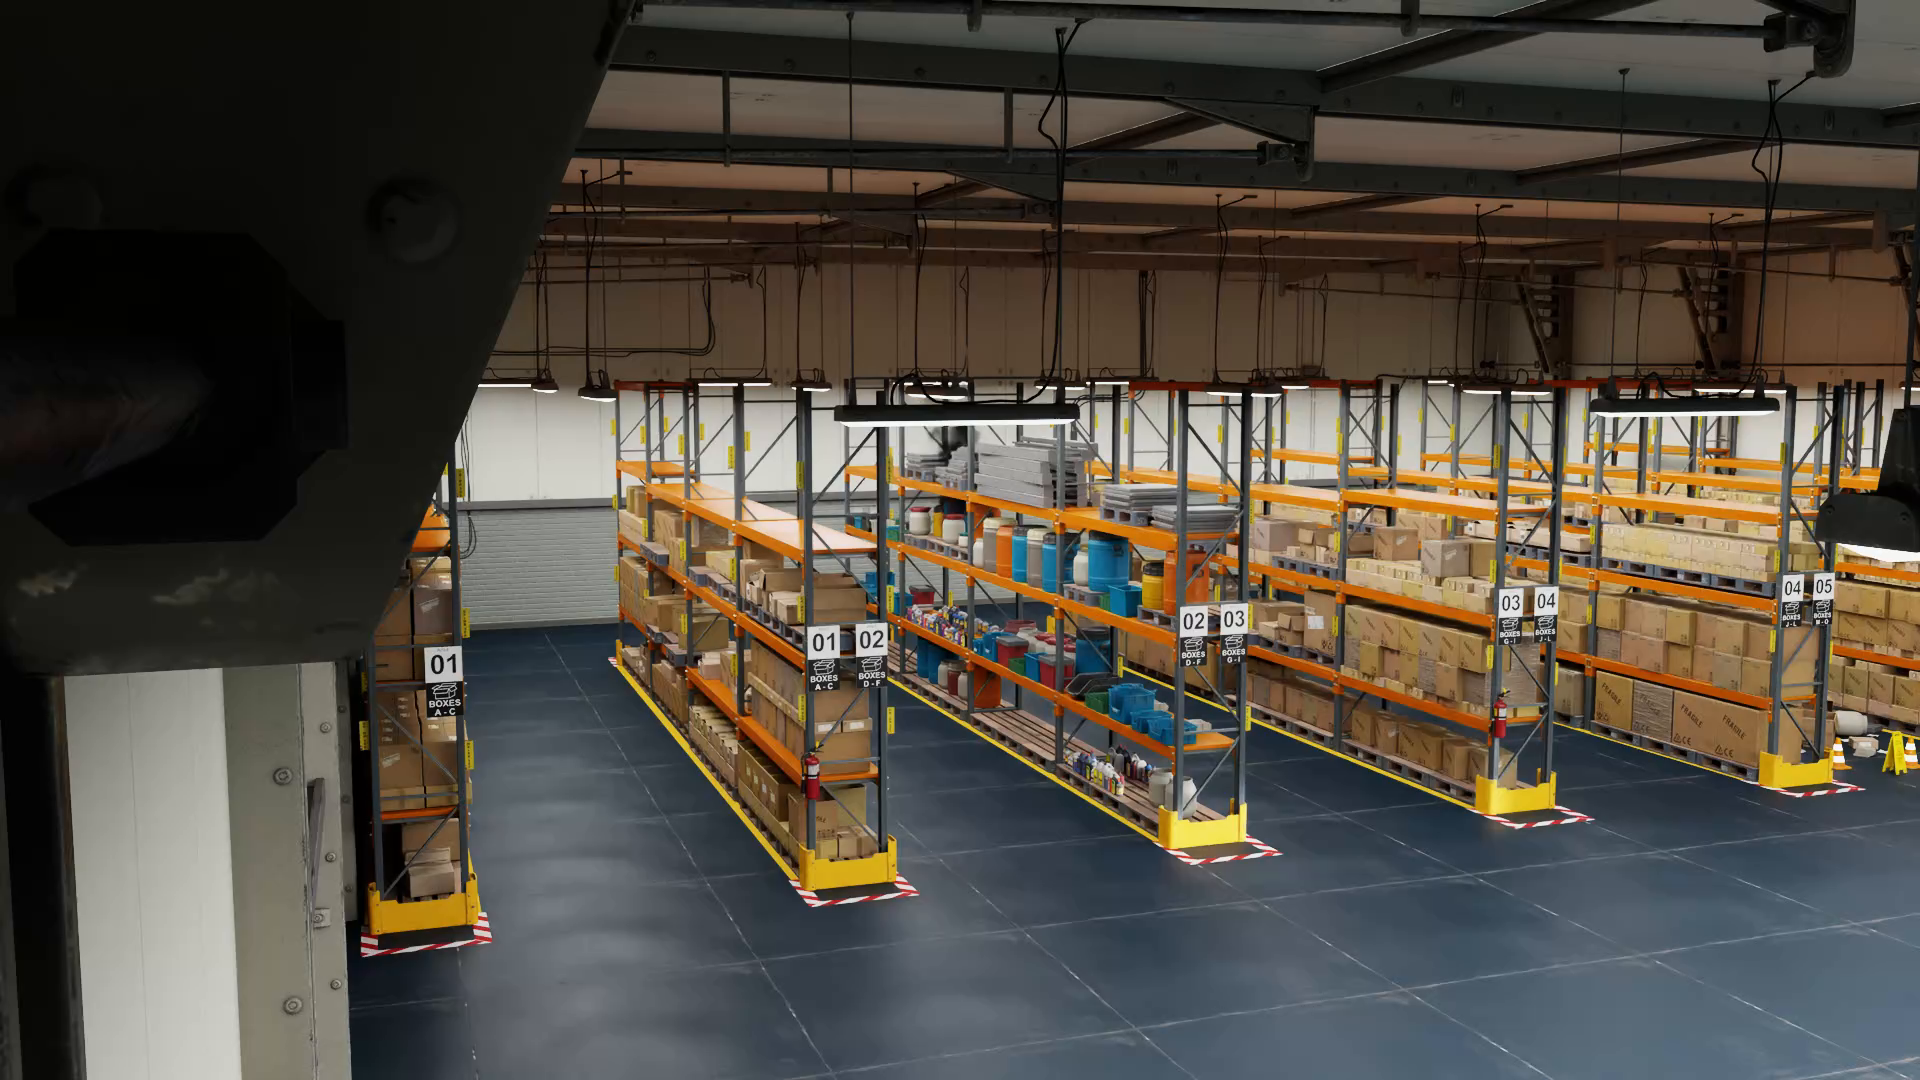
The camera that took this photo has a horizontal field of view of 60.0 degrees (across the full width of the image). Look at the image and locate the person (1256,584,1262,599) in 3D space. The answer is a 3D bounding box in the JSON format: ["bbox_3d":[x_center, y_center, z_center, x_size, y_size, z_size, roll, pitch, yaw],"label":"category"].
[{"bbox_3d":[7.580,1.110,41.381,0.872,1.720,0.693,3,7,27],"label":"person"}]
